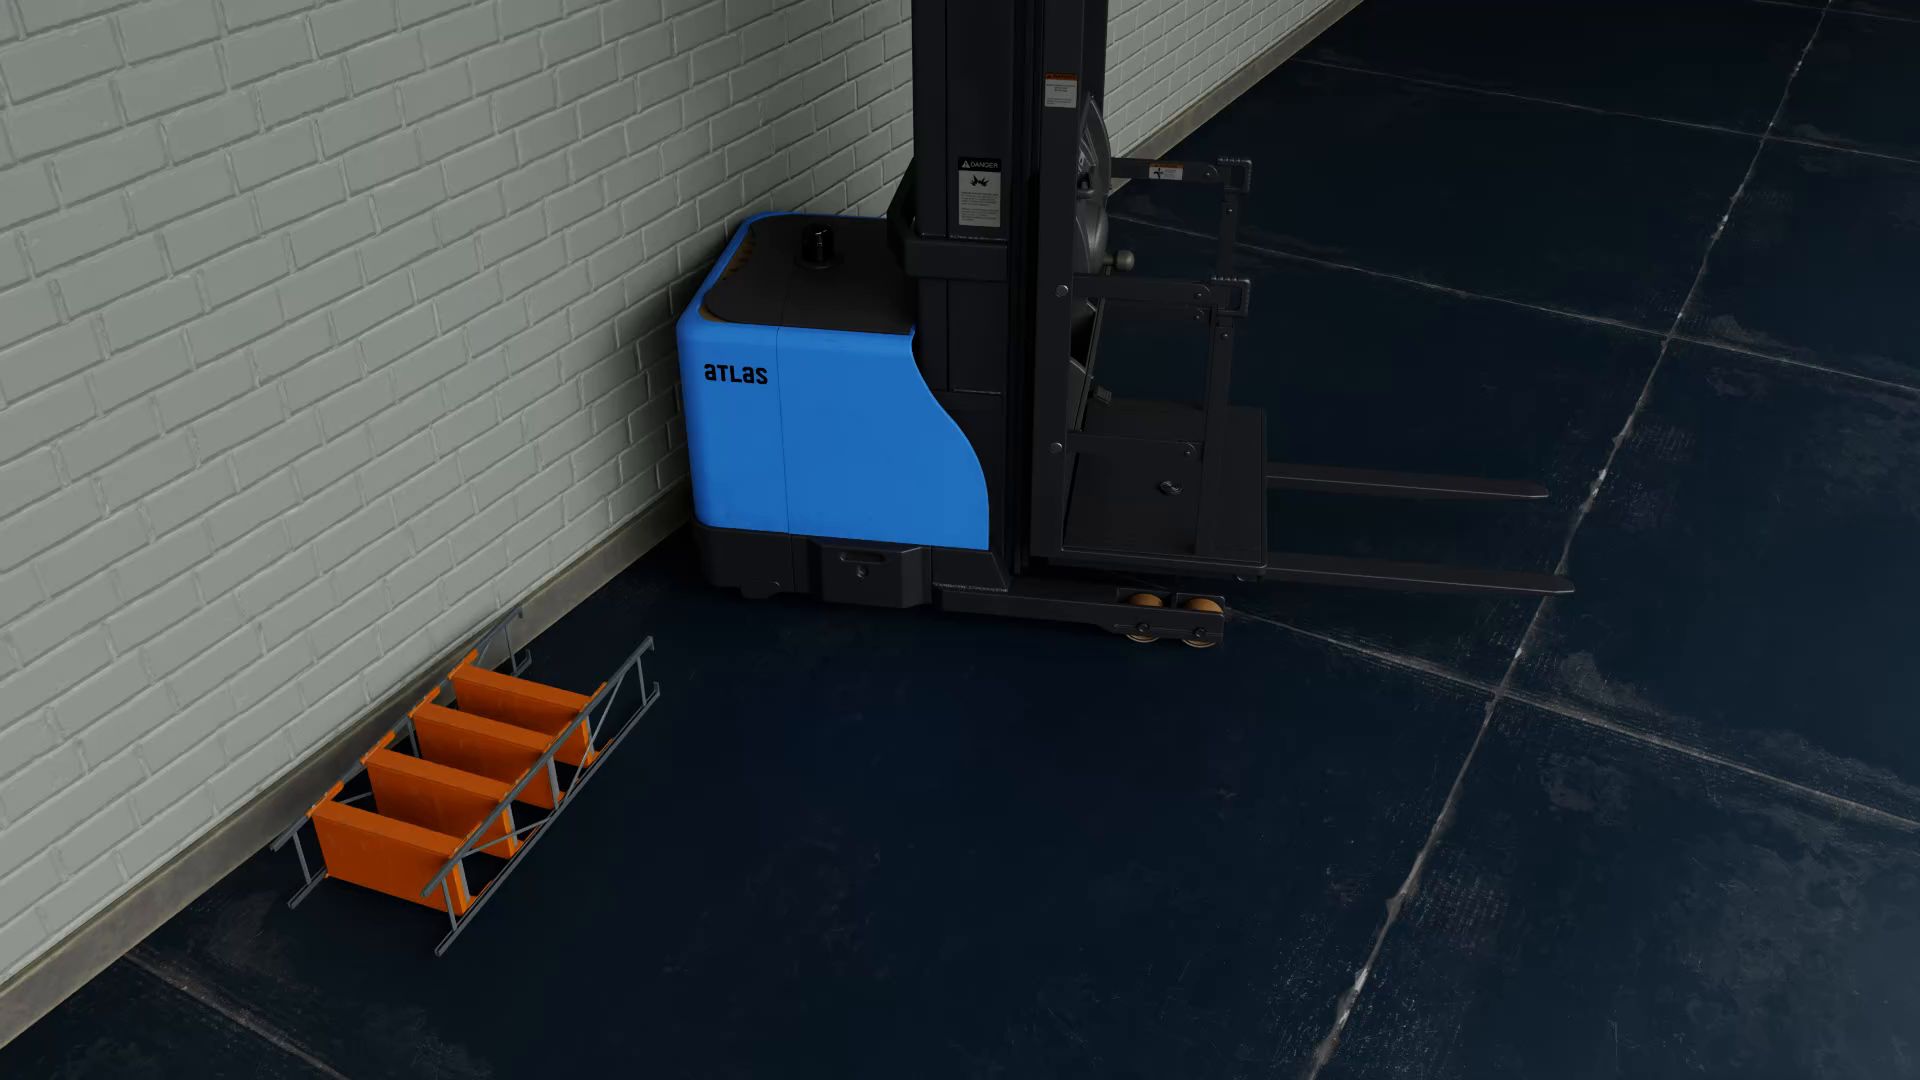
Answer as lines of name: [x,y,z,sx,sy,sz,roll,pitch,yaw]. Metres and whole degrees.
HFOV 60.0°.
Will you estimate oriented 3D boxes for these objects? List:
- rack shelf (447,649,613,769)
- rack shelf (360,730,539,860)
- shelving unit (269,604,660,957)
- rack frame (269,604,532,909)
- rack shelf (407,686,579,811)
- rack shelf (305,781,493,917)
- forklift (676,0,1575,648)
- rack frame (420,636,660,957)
rack shelf: [-1.335,0.531,5.187,0.480,0.258,0.148,12,35,17]
rack shelf: [-1.485,0.750,4.858,0.480,0.258,0.148,12,35,17]
shelving unit: [-1.430,0.669,4.980,0.503,0.258,1.200,12,35,17]
rack frame: [-1.658,0.621,5.052,0.015,0.240,1.200,12,35,17]
rack shelf: [-1.406,0.634,5.032,0.480,0.258,0.148,12,35,17]
rack shelf: [-1.570,0.873,4.674,0.480,0.258,0.148,12,35,17]
forklift: [0.619,-1.168,5.360,3.031,2.935,1.130,5,34,7]
rack frame: [-1.202,0.717,4.908,0.015,0.240,1.200,12,35,17]
